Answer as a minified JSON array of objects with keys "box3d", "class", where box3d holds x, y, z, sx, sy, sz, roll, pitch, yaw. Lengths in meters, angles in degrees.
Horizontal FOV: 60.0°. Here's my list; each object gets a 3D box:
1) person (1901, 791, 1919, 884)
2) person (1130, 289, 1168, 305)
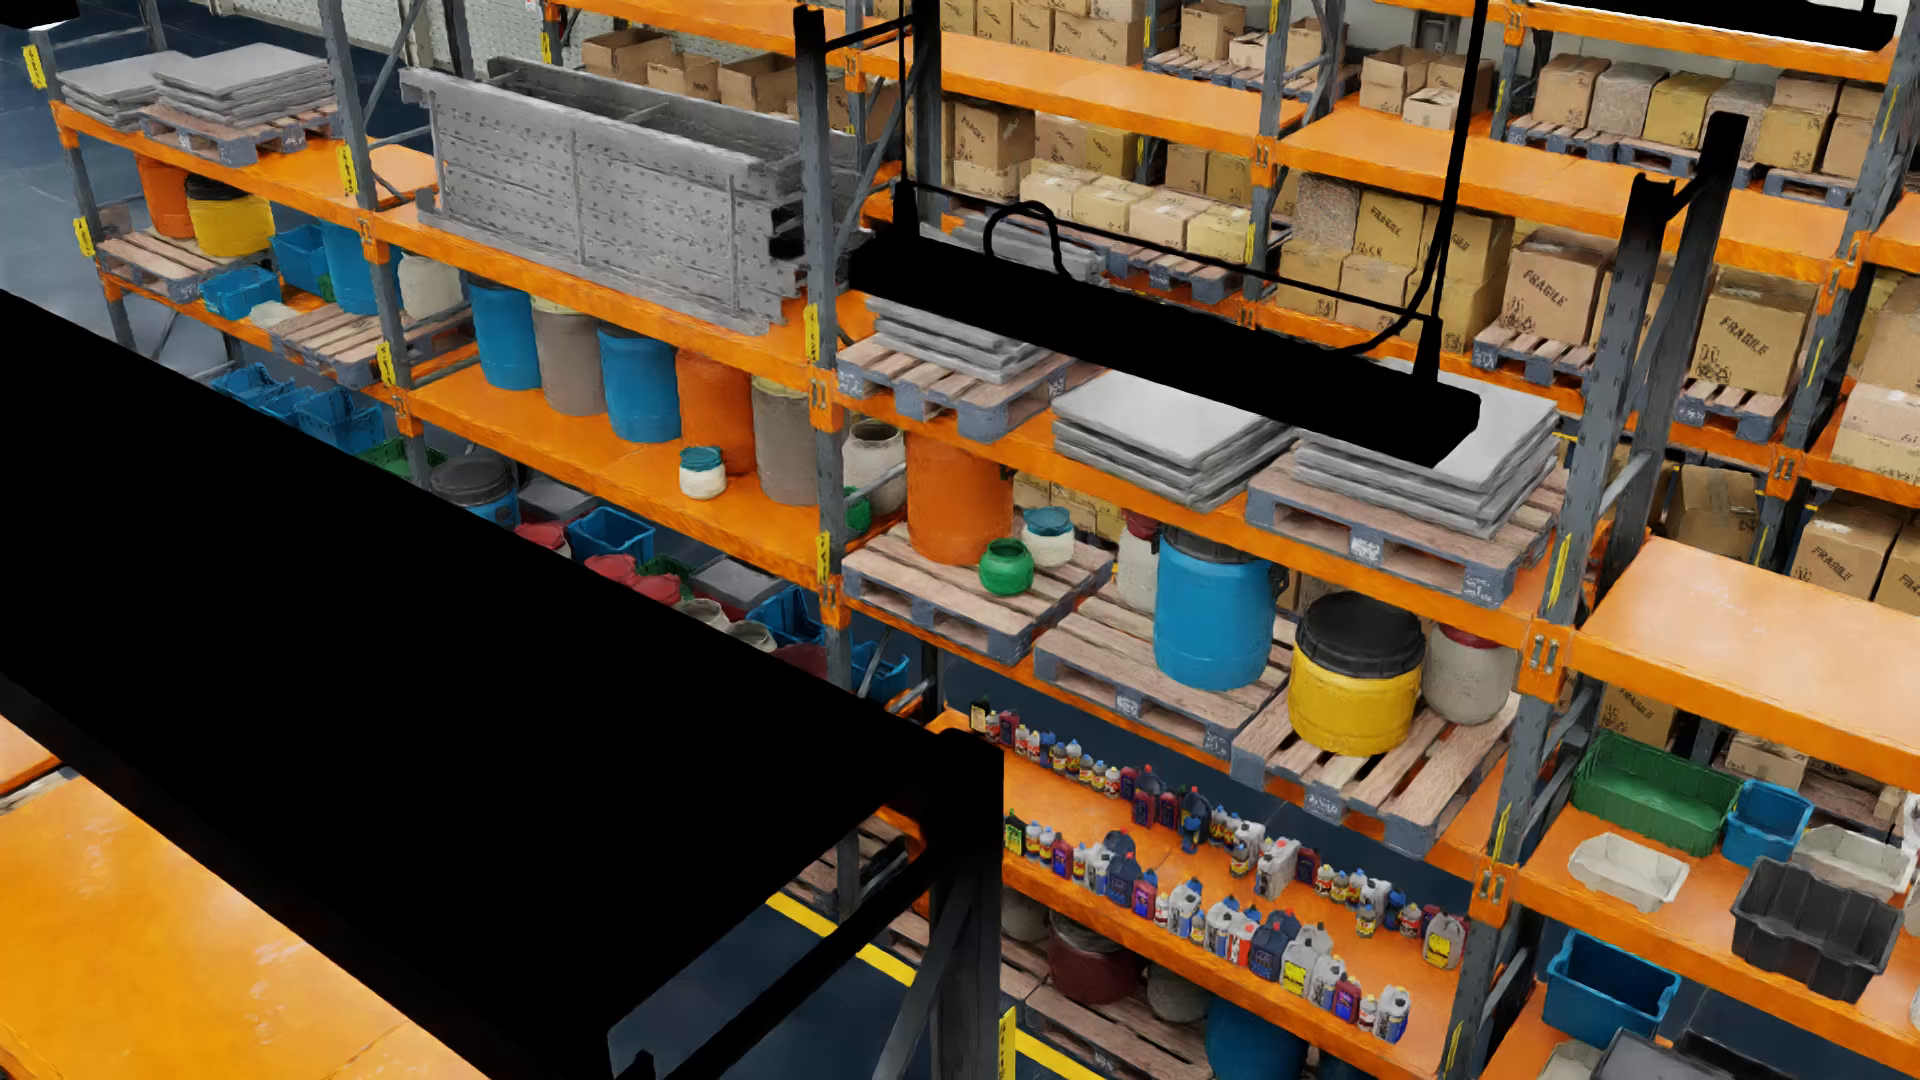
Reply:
[{"box3d":[6.062,1.942,10.453,0.549,1.735,0.702,20,37,30],"class":"person"},{"box3d":[1.827,-1.818,16.603,1.120,1.685,0.582,24,39,33],"class":"person"}]
